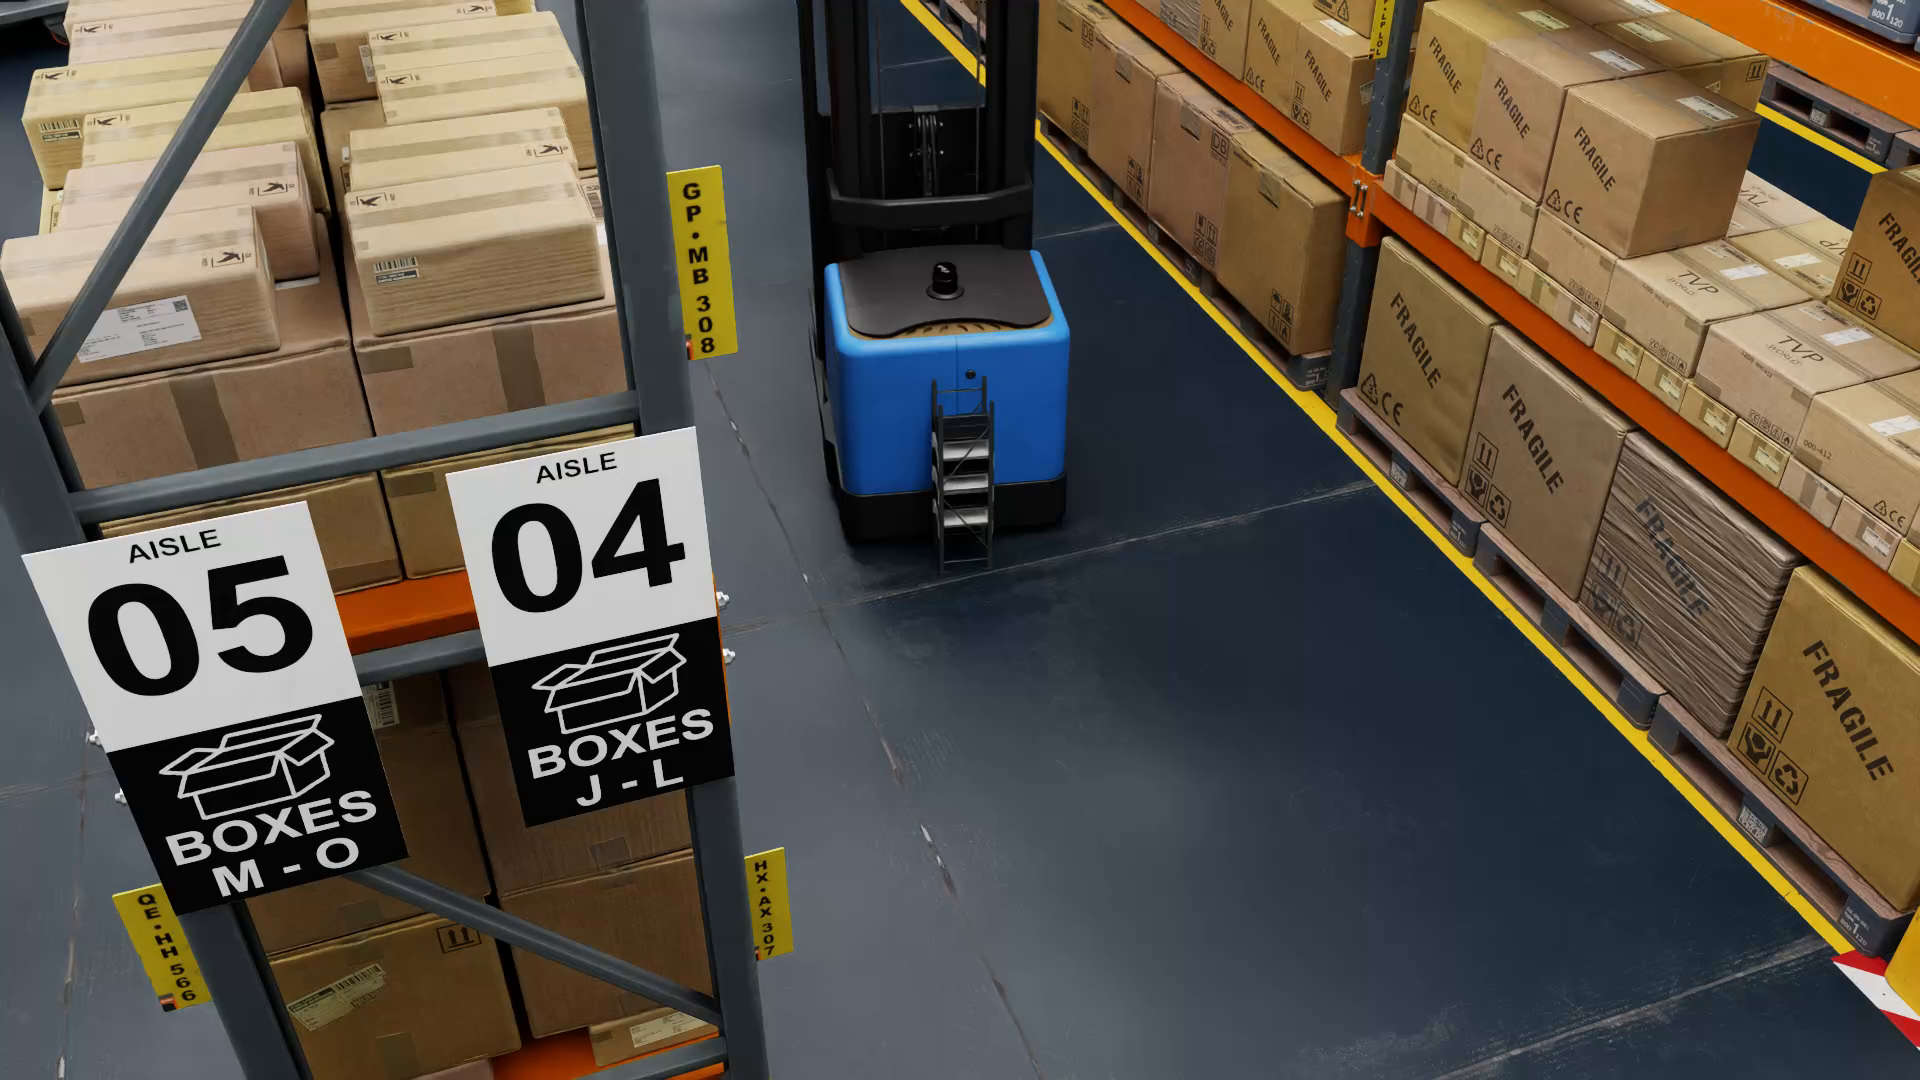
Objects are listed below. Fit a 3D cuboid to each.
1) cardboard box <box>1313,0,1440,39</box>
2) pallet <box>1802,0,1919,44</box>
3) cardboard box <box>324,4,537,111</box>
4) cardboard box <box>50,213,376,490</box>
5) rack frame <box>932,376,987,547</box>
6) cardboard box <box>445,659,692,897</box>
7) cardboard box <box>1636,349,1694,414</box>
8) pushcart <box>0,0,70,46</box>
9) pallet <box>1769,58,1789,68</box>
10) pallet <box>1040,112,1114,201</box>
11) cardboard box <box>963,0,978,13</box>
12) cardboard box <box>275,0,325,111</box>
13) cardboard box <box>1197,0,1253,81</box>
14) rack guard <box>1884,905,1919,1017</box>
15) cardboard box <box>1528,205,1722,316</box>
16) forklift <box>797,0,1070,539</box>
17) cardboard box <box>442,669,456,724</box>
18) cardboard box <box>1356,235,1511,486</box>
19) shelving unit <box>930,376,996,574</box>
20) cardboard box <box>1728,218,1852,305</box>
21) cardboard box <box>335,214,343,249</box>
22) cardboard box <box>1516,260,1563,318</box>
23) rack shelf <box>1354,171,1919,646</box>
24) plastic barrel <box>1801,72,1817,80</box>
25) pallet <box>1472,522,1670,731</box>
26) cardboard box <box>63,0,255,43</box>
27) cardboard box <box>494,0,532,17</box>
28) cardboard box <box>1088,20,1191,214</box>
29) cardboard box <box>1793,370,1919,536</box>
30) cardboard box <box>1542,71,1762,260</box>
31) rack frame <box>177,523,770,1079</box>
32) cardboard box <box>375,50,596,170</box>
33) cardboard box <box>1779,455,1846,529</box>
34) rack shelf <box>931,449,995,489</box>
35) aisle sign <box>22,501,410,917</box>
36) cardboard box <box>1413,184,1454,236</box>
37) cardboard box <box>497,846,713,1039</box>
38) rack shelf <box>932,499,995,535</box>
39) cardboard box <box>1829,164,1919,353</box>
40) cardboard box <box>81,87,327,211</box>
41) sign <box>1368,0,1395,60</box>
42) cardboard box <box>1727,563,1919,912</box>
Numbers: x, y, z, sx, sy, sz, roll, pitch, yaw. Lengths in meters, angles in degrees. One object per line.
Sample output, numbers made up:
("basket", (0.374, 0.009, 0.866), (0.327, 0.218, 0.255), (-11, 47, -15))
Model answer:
("cardboard box", (2.169, -2.797, 8.054), (0.797, 0.503, 0.637), (-13, 39, -17))
("pallet", (3.084, -2.008, 5.503), (1.003, 0.211, 1.213), (-12, 39, -16))
("cardboard box", (-1.169, -0.990, 3.788), (0.500, 0.250, 0.500), (-12, 39, -15))
("cardboard box", (-1.316, -0.314, 2.889), (0.500, 0.250, 0.500), (-14, 39, -17))
("rack frame", (-0.002, -0.339, 7.452), (0.240, 0.900, 0.006), (-5, 37, -6))
("cardboard box", (-0.824, 0.365, 3.611), (0.500, 0.500, 0.500), (-13, 39, -16))
("cardboard box", (2.815, -0.634, 6.308), (0.380, 0.149, 0.250), (-12, 39, -15))
("pushcart", (-7.538, -3.918, 12.638), (1.648, 0.377, 0.936), (-27, 45, -31))
("pallet", (5.981, -3.732, 12.529), (1.003, 0.211, 1.213), (-12, 39, -16))
("pallet", (1.220, -2.682, 11.136), (1.003, 0.211, 1.213), (-12, 39, -16))
("cardboard box", (0.366, -4.438, 12.861), (0.700, 0.500, 0.500), (-9, 38, -12))
("cardboard box", (-1.830, -1.180, 4.039), (0.500, 0.250, 0.500), (-14, 39, -18))
("cardboard box", (1.629, -2.820, 8.917), (0.500, 0.500, 0.500), (-13, 39, -16))
("rack guard", (3.781, 1.274, 5.643), (1.175, 0.500, 0.348), (-12, 39, -16))
("cardboard box", (2.662, -1.163, 6.679), (0.500, 0.250, 0.500), (-12, 38, -15))
("forklift", (-0.223, -2.056, 8.044), (1.130, 2.935, 3.031), (-5, 37, -6))
("cardboard box", (-1.484, 0.181, 3.856), (0.500, 0.500, 0.500), (-14, 39, -17))
("cardboard box", (2.548, -0.927, 7.905), (0.875, 0.875, 0.875), (-12, 39, -16))
("shelving unit", (0.012, -0.278, 7.372), (0.258, 0.900, 0.210), (-5, 37, -6))
("cardboard box", (3.322, -0.994, 6.454), (0.500, 0.250, 0.500), (-13, 39, -17))
("cardboard box", (-1.665, -0.678, 3.789), (0.500, 0.250, 0.500), (-11, 38, -14))
("cardboard box", (2.548, -1.071, 6.888), (0.380, 0.149, 0.250), (-13, 39, -17))
("rack shelf", (3.085, -0.580, 6.625), (1.077, 0.370, 4.000), (-12, 39, -16))
("plastic barrel", (6.243, -3.576, 11.660), (0.600, 0.588, 0.708), (-12, 39, -16))
("pallet", (3.008, 0.252, 7.240), (1.003, 0.211, 1.213), (-12, 39, -16))
("cardboard box", (-1.720, -1.122, 3.631), (0.380, 0.149, 0.250), (-12, 39, -15))
("cardboard box", (-1.185, -1.241, 3.790), (0.380, 0.149, 0.250), (-11, 38, -15))
("cardboard box", (1.537, -2.677, 10.228), (1.225, 0.875, 0.875), (-12, 39, -16))
("cardboard box", (3.183, -0.302, 5.536), (0.500, 0.250, 0.500), (-13, 39, -17))
("cardboard box", (2.667, -1.460, 6.449), (0.500, 0.500, 0.500), (-14, 39, -17))
("rack frame", (-0.919, 1.232, 3.621), (1.000, 3.000, 0.127), (-12, 39, -16))
("cardboard box", (-0.912, -0.812, 3.219), (0.380, 0.149, 0.250), (-12, 39, -16))
("cardboard box", (3.079, -0.201, 5.732), (0.380, 0.149, 0.250), (-12, 39, -15))
("rack shelf", (0.012, -0.324, 7.338), (0.258, 0.077, 0.200), (-5, 37, -6))
("aisle sign", (-1.176, 0.297, 2.702), (0.394, 0.787, 0.004), (-12, 39, -16))
("cardboard box", (2.276, -1.513, 7.474), (0.380, 0.149, 0.250), (-14, 39, -17))
("cardboard box", (-0.814, 0.762, 3.914), (0.500, 0.500, 0.500), (-11, 38, -14))
("rack shelf", (0.012, -0.108, 7.500), (0.258, 0.077, 0.200), (-5, 37, -6))
("cardboard box", (3.505, -0.997, 5.835), (0.500, 0.500, 0.500), (-13, 39, -17))
("cardboard box", (-1.391, -0.697, 3.066), (0.380, 0.149, 0.250), (-14, 39, -17))
("sign", (1.890, -2.311, 7.428), (0.100, 0.325, 0.005), (-12, 39, -16))
("cardboard box", (3.477, 0.598, 5.880), (0.875, 0.875, 0.875), (-12, 39, -16))
